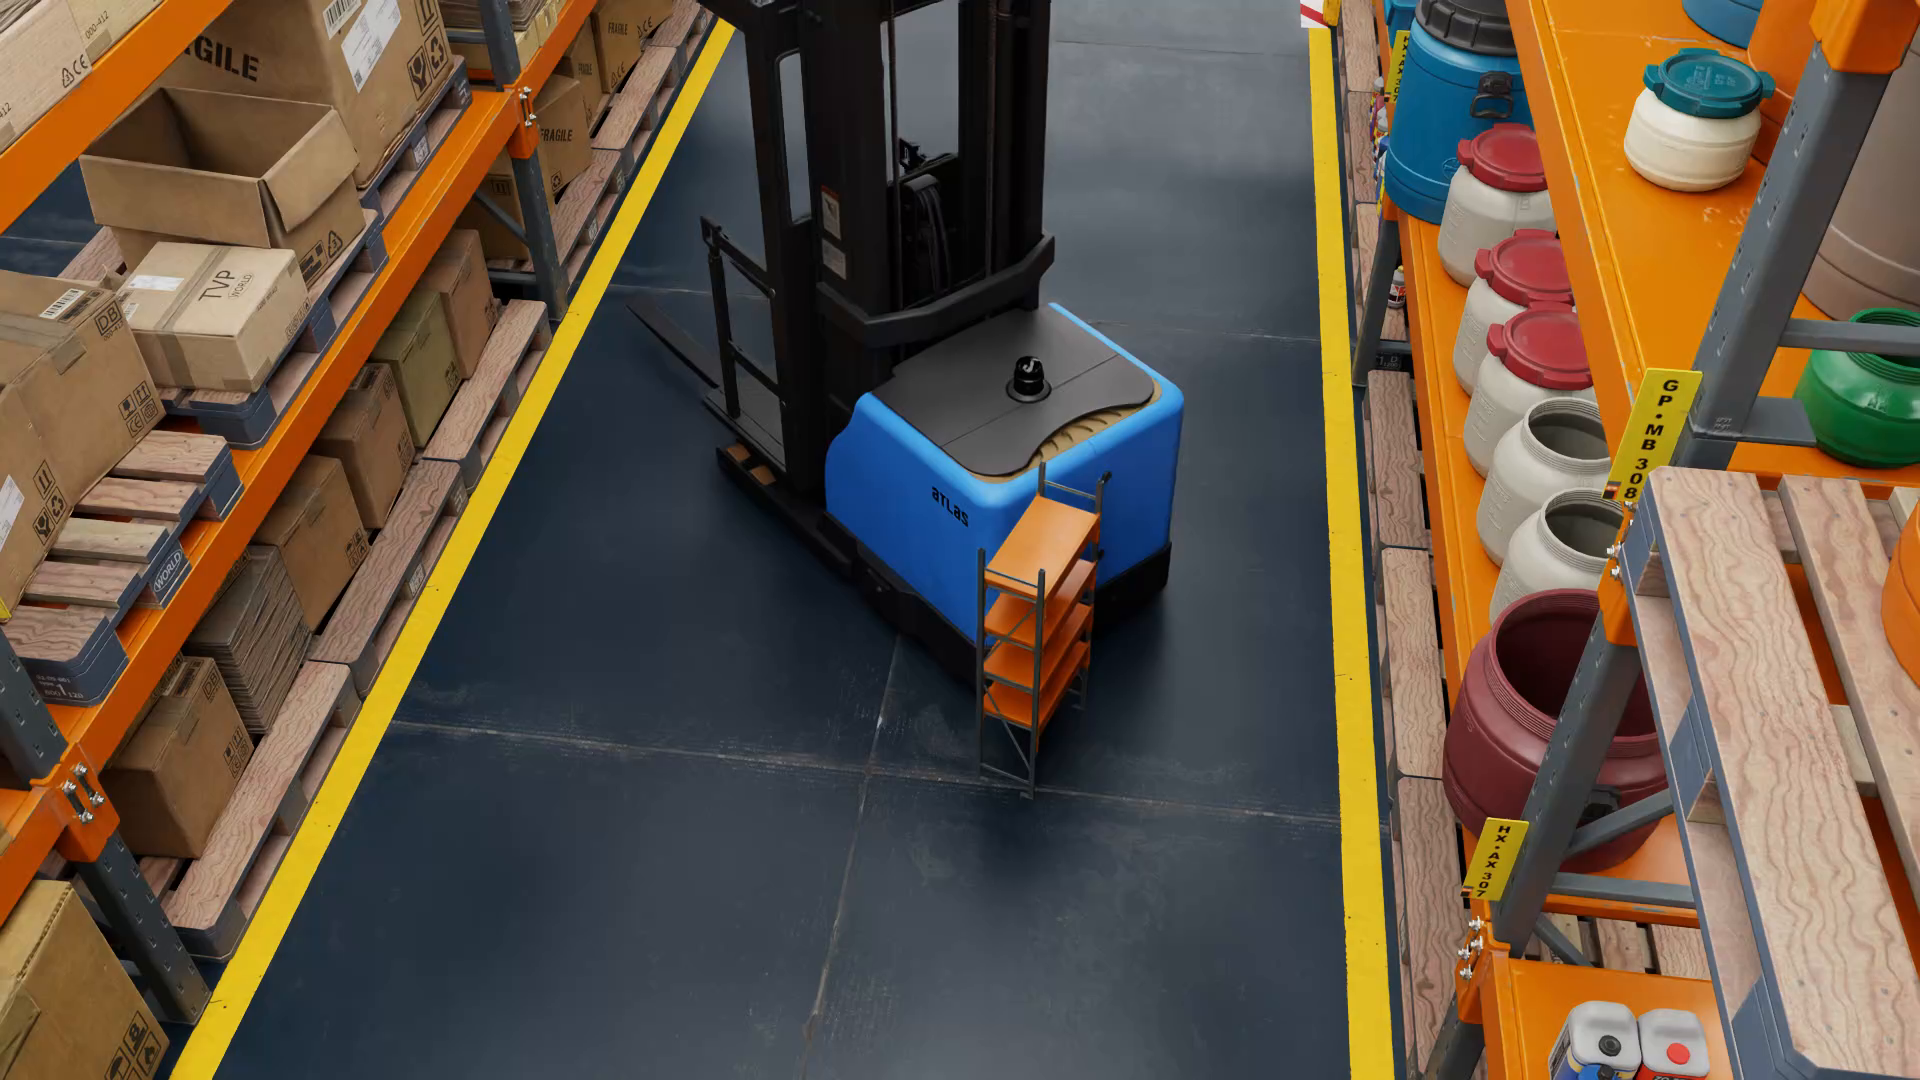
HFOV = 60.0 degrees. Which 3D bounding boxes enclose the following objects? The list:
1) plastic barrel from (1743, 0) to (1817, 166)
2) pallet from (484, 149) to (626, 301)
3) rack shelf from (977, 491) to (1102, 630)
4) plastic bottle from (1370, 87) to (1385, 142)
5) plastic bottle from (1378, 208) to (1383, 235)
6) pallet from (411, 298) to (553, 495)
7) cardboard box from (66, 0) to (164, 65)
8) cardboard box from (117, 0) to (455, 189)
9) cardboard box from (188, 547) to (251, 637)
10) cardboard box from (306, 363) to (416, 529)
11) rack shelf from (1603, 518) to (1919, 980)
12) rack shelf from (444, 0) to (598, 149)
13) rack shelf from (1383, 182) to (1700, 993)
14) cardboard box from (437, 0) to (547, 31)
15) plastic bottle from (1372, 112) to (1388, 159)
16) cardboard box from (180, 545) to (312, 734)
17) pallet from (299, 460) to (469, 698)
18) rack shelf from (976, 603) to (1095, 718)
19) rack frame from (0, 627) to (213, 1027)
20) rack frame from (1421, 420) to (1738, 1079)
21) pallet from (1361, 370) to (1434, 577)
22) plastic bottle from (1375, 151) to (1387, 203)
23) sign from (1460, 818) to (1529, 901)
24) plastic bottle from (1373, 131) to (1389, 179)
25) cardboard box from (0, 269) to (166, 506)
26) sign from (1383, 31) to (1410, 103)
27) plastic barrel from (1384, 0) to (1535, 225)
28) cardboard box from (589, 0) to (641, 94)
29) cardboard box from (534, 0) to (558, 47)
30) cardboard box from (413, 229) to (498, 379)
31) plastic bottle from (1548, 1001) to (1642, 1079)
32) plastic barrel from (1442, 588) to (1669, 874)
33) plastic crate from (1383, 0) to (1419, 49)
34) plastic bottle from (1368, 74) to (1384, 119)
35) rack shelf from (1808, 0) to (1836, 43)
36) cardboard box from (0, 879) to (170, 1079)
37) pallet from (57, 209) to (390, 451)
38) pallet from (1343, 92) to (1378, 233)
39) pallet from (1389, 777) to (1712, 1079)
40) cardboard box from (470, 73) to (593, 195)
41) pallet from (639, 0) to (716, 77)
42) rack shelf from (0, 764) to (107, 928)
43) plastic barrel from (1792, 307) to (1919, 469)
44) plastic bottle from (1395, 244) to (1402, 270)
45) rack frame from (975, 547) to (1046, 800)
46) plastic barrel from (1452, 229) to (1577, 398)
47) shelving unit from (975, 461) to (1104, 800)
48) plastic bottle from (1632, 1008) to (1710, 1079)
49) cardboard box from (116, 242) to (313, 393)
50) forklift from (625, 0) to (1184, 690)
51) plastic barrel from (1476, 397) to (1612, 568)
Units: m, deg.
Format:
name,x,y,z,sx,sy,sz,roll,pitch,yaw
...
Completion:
name,x,y,z,sx,sy,sz,roll,pitch,yaw
plastic barrel,2.282,-1.331,4.002,0.600,0.830,0.708,5,44,6
pallet,-2.455,-1.724,8.940,1.003,0.211,1.213,5,44,6
rack shelf,0.278,0.065,5.760,0.258,0.148,0.480,19,47,19
plastic bottle,2.333,-2.365,9.244,0.061,0.283,0.133,6,44,6
plastic bottle,2.206,-1.710,8.552,0.061,0.283,0.133,8,44,8
pallet,-2.610,-0.733,7.892,1.003,0.211,1.213,5,44,6
cardboard box,-2.597,-1.583,4.690,0.500,0.250,0.500,6,44,6
cardboard box,-2.753,-2.118,6.585,1.000,1.000,1.000,6,44,6
cardboard box,-2.919,0.104,5.933,0.500,0.250,0.500,10,44,10
cardboard box,-2.767,-0.407,7.018,0.700,0.500,0.500,2,43,2
rack shelf,1.607,1.435,1.916,1.077,0.370,4.000,5,44,6
rack shelf,-2.245,-3.378,9.181,1.077,0.370,4.000,5,44,6
rack shelf,2.136,-0.201,5.827,1.077,0.370,4.000,5,44,6
cardboard box,-2.388,-2.721,7.676,0.875,0.500,0.500,5,44,6
plastic bottle,2.322,-2.212,9.091,0.097,0.271,0.097,0,43,0
cardboard box,-2.908,0.360,6.208,0.700,0.500,0.500,2,43,2
pallet,-2.769,0.101,7.012,1.003,0.211,1.213,5,44,6
rack shelf,0.278,0.399,6.076,0.258,0.148,0.480,19,47,19
rack frame,-3.038,0.450,4.615,1.000,3.000,0.127,5,44,6
rack frame,1.872,0.900,4.140,1.000,3.000,0.127,5,44,6
pallet,2.335,-0.274,7.409,1.003,0.211,1.213,5,44,6
plastic bottle,2.293,-1.923,8.782,0.152,0.276,0.135,6,44,6
sign,1.325,0.796,4.131,0.100,0.325,0.005,5,44,6
plastic bottle,2.295,-2.074,8.945,0.097,0.271,0.097,0,43,0
cardboard box,-3.031,-0.500,5.240,0.700,0.500,0.500,11,45,12
sign,1.857,-1.984,6.984,0.100,0.325,0.005,5,44,6
plastic barrel,2.049,-1.772,6.597,0.600,0.901,0.708,5,44,6
cardboard box,-2.226,-2.987,9.758,0.500,0.500,0.500,9,44,9
cardboard box,-2.136,-2.473,7.885,0.380,0.149,0.250,5,44,6
cardboard box,-2.611,-1.112,7.763,0.700,0.500,0.500,2,43,2
plastic bottle,1.494,1.211,3.902,0.152,0.276,0.135,5,44,6
plastic barrel,1.633,0.507,4.456,0.600,0.536,0.708,5,44,6
plastic crate,2.278,-2.551,7.892,0.499,0.251,0.616,5,44,6
plastic bottle,2.381,-2.514,9.410,0.097,0.271,0.097,0,43,0
rack shelf,2.136,-2.235,3.901,1.077,0.370,4.000,5,44,6
cardboard box,-3.150,1.538,4.707,1.225,0.875,0.875,3,44,4
pallet,-2.817,-0.833,6.110,1.003,0.211,1.213,5,44,6
pallet,2.689,-2.101,9.337,1.003,0.211,1.213,5,44,6
pallet,2.013,1.388,5.652,1.003,0.211,1.213,5,44,6
cardboard box,-2.348,-2.181,8.906,0.500,0.500,0.500,19,46,19
pallet,-2.133,-3.387,10.696,1.003,0.211,1.213,5,44,6
rack shelf,-3.302,2.074,3.423,1.077,0.370,4.000,5,44,6
plastic barrel,1.854,-0.305,3.344,0.294,0.245,0.294,0,43,0
plastic bottle,2.137,-1.357,8.179,0.061,0.283,0.133,7,44,8
rack frame,0.170,0.500,5.871,0.240,1.200,0.015,19,47,19
plastic barrel,1.960,-0.743,5.776,0.433,0.535,0.433,0,43,0
shelving unit,0.278,0.350,6.030,0.258,1.200,0.503,19,47,19
plastic bottle,1.645,1.225,3.887,0.152,0.276,0.135,5,44,6
cardboard box,-2.588,-0.769,5.707,0.500,0.250,0.500,4,44,4
forklift,-0.445,-1.426,6.646,1.130,2.935,3.031,-29,51,-27
plastic barrel,1.852,-0.148,5.165,0.421,0.512,0.421,0,43,0
